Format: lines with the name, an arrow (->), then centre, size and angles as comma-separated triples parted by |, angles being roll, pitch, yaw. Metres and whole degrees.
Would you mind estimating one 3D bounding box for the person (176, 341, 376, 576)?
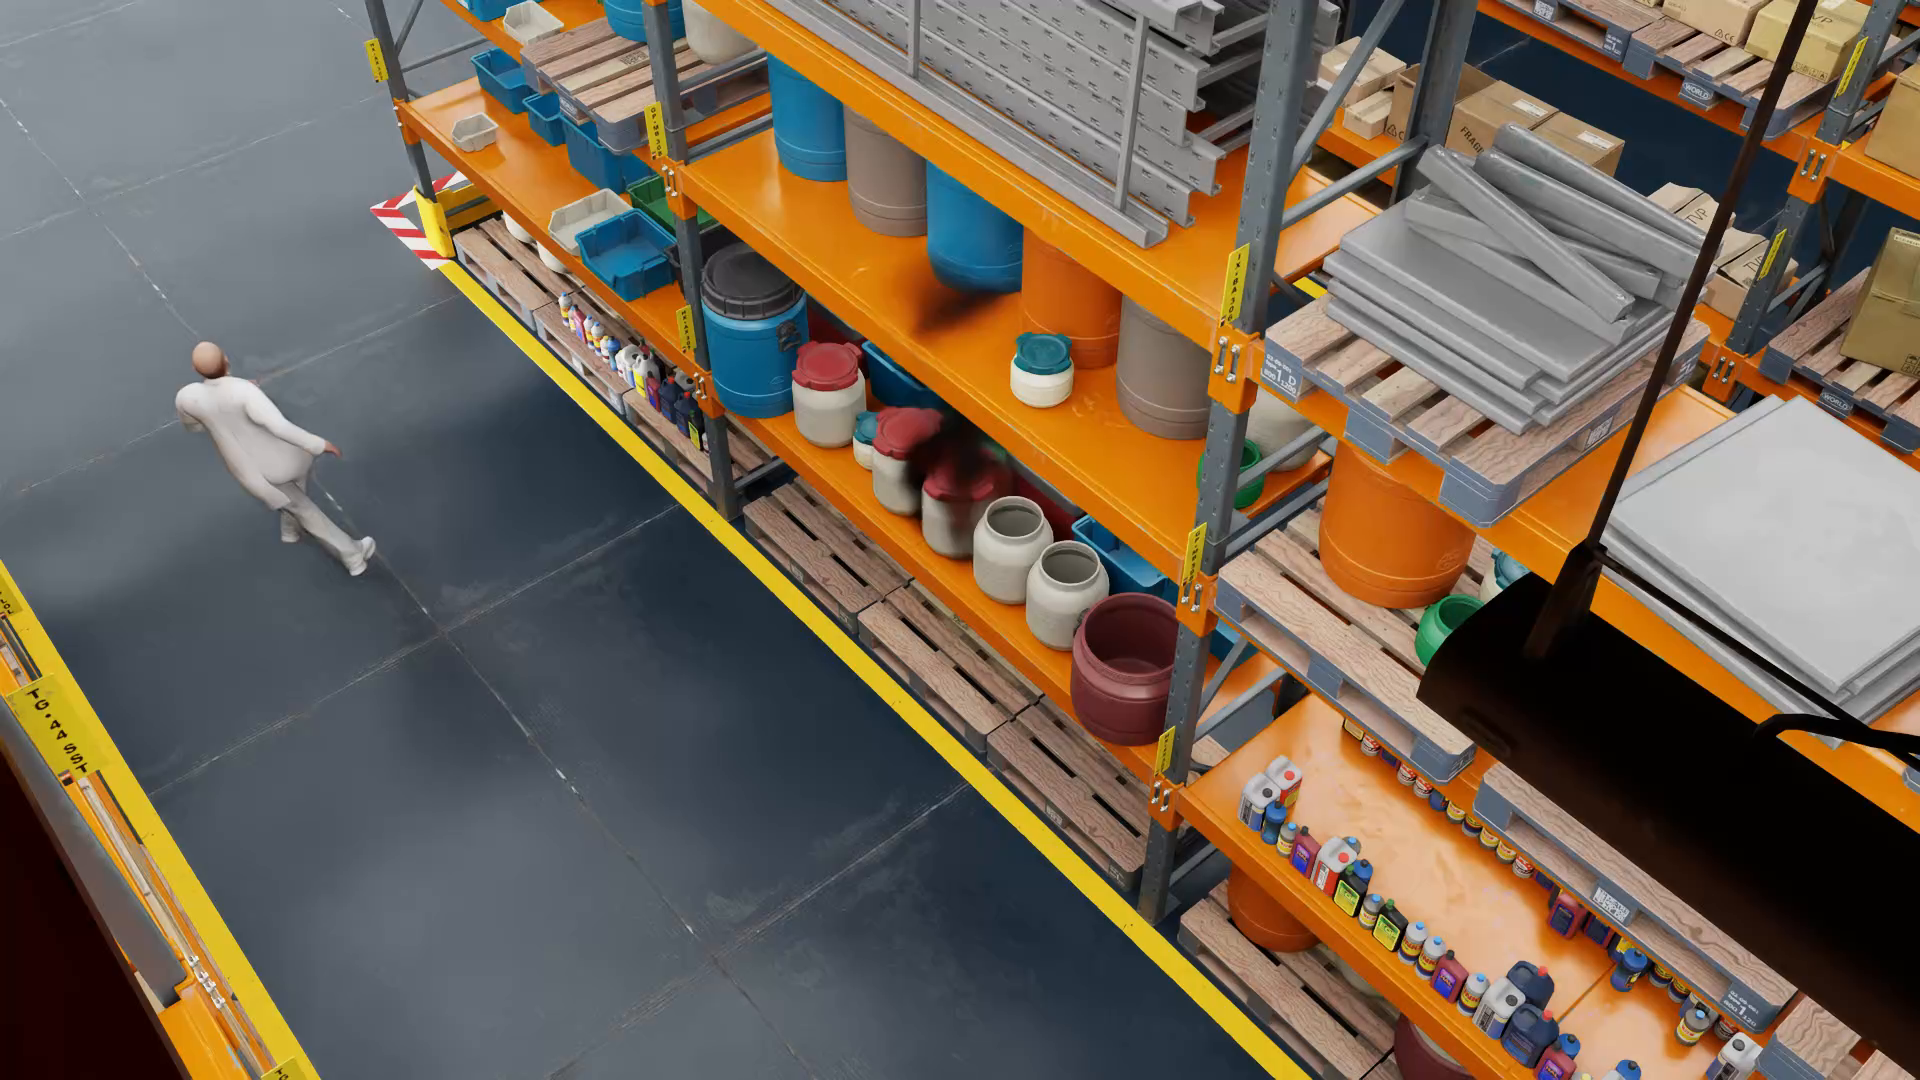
person -> -4.182, -0.482, 10.099 | 0.826, 1.715, 0.771 | -14, 48, -13
